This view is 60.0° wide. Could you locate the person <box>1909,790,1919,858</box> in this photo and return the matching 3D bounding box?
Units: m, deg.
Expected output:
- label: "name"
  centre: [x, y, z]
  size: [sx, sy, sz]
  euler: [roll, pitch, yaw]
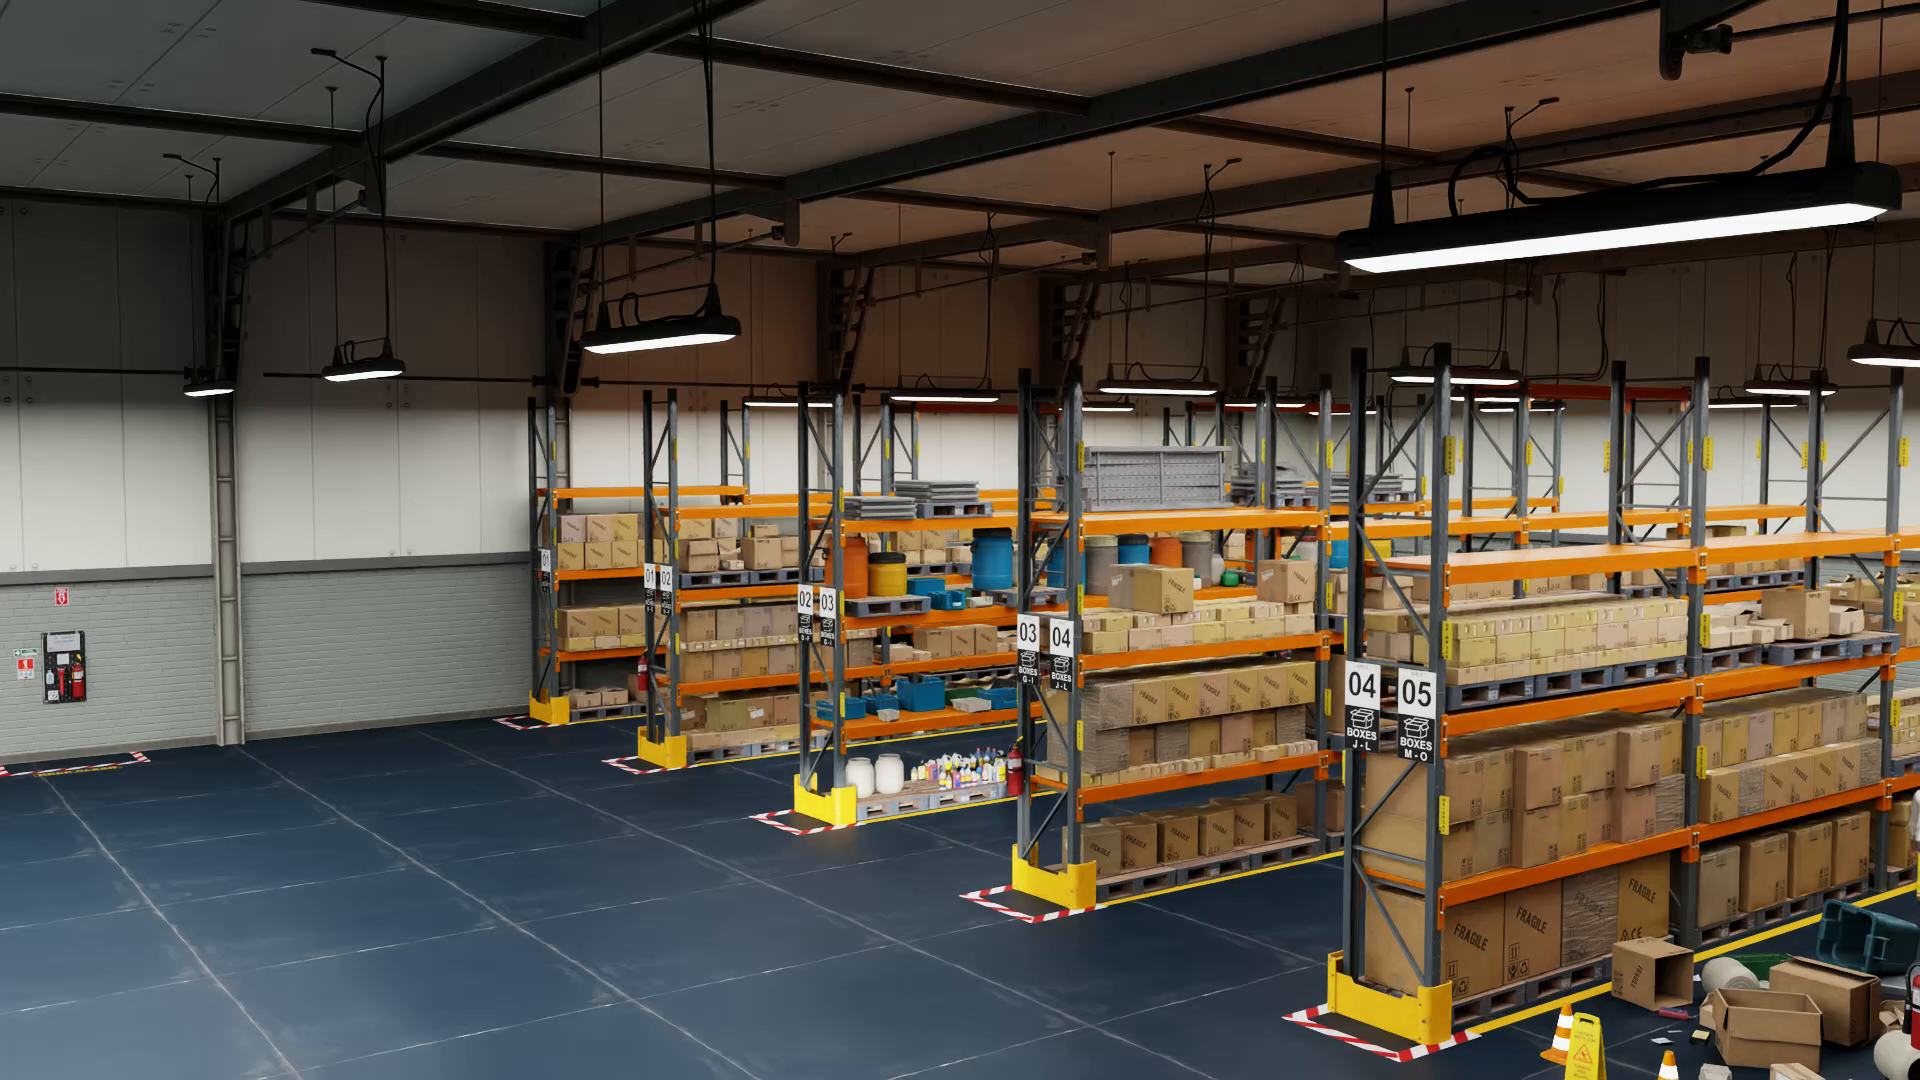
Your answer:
- label: "person"
  centre: [10.380, 3.240, 17.668]
  size: [0.537, 1.772, 0.566]
  euler: [-2, 4, -35]
